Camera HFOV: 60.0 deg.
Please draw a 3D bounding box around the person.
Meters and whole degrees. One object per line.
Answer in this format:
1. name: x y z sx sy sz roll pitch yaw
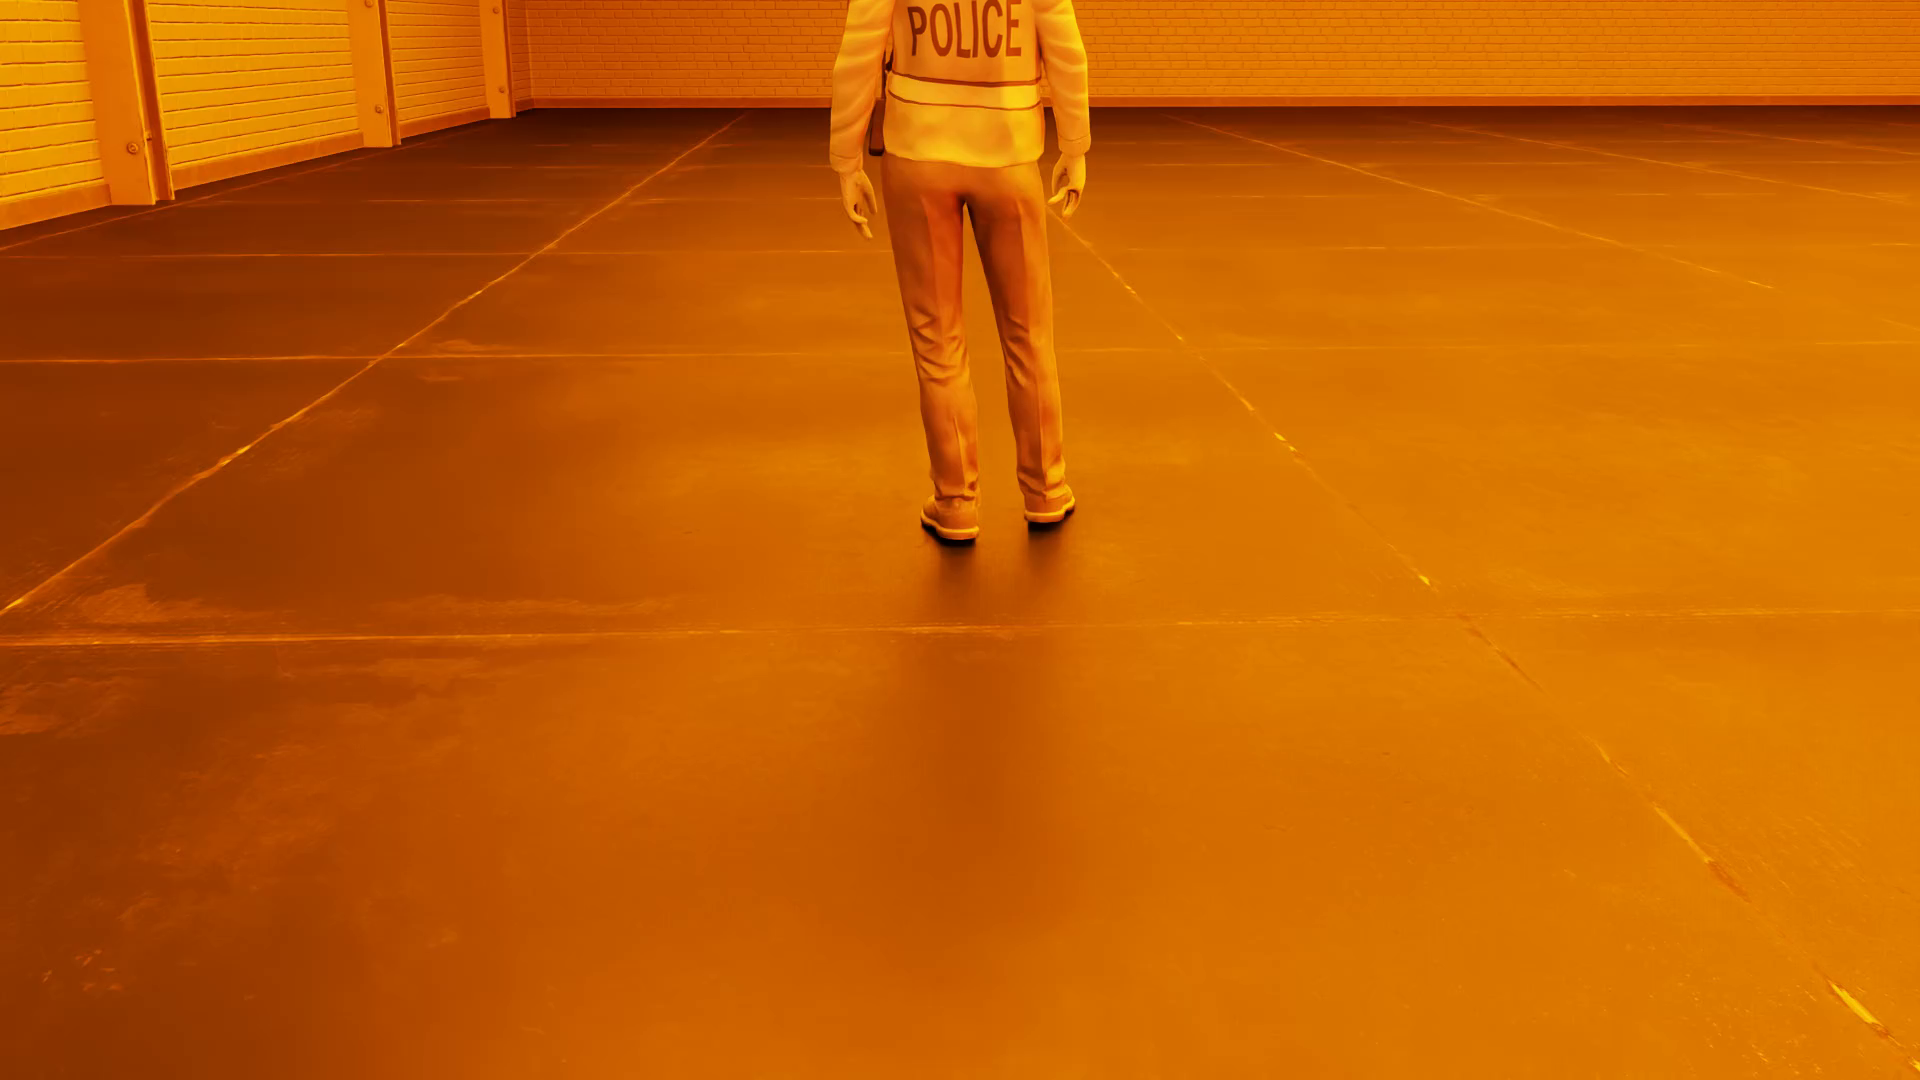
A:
1. person: 0.003 -0.837 3.734 0.587 1.695 0.531 -1 17 -3
